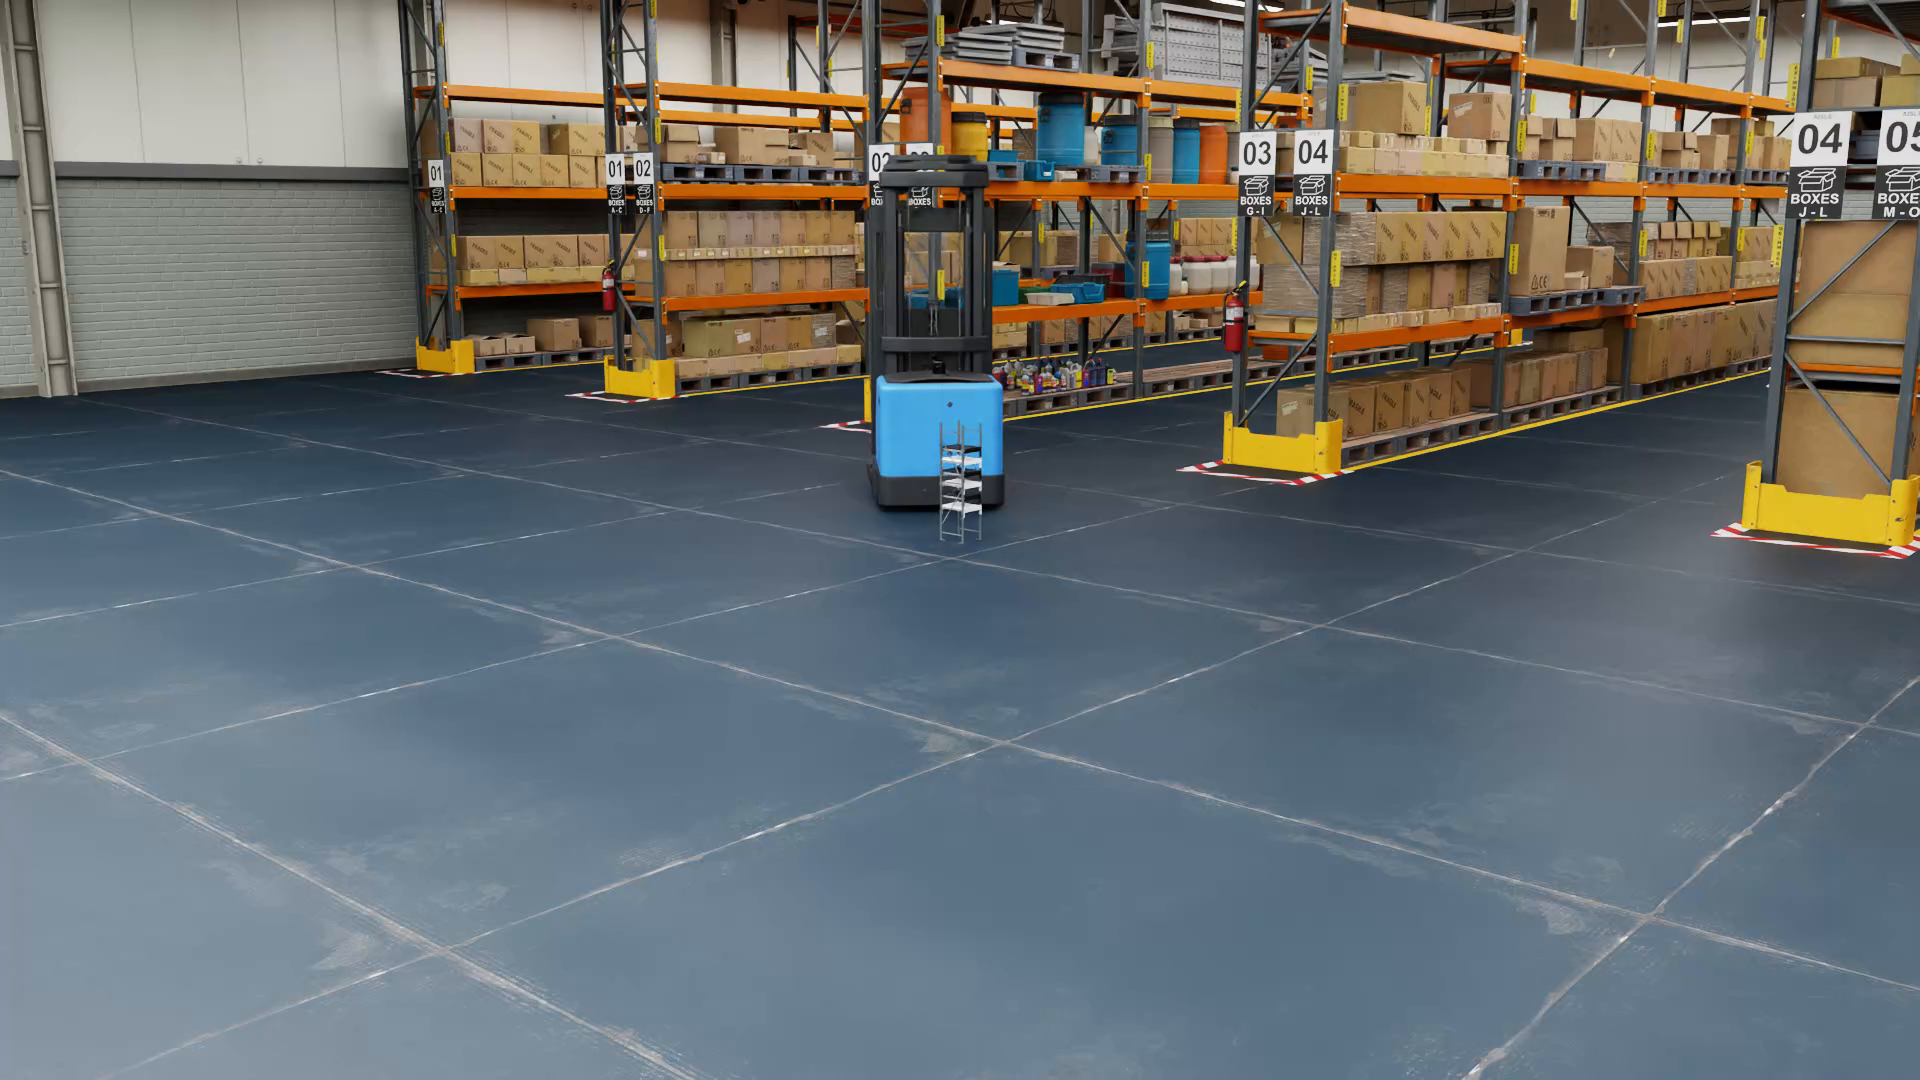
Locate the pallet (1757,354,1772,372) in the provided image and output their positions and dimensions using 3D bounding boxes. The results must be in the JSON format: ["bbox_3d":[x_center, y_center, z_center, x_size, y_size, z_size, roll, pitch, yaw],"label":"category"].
[{"bbox_3d":[12.382,-2.859,26.485,1.003,0.211,1.213,10,15,40],"label":"pallet"}]

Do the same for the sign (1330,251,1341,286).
[{"bbox_3d":[3.503,-2.533,15.525,0.100,0.325,0.005,10,15,40],"label":"sign"}]

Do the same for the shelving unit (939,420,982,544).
[{"bbox_3d":[0.005,-0.442,12.629,0.258,0.900,0.210,10,15,40],"label":"shelving unit"}]

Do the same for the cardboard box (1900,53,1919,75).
[{"bbox_3d":[7.213,-3.524,12.317,0.380,0.149,0.250,10,15,41],"label":"cardboard box"}]

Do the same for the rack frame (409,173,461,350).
[{"bbox_3d":[-8.067,-4.100,25.580,1.000,3.000,0.127,10,15,40],"label":"rack frame"}]

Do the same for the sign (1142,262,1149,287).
[{"bbox_3d":[2.421,-3.470,21.722,0.100,0.325,0.005,10,15,40],"label":"sign"}]

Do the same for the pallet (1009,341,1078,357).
[{"bbox_3d":[1.458,-3.374,29.067,1.003,0.211,1.213,10,15,40],"label":"pallet"}]

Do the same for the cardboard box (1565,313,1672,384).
[{"bbox_3d":[8.847,-2.618,22.515,1.225,0.875,0.875,9,14,38],"label":"cardboard box"}]

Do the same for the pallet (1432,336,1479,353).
[{"bbox_3d":[8.557,-3.511,29.749,1.003,0.211,1.213,10,15,40],"label":"pallet"}]

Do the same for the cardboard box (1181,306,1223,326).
[{"bbox_3d":[4.814,-4.494,32.804,0.797,0.503,0.637,10,15,40],"label":"cardboard box"}]

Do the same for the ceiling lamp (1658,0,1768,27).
[{"bbox_3d":[13.600,-11.047,30.140,2.000,3.185,0.800,10,15,40],"label":"ceiling lamp"}]

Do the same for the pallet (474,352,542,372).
[{"bbox_3d":[-7.454,-2.859,26.484,1.003,0.211,1.213,10,15,40],"label":"pallet"}]

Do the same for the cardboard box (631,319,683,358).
[{"bbox_3d":[-4.213,-2.803,23.118,0.500,0.500,0.500,10,15,40],"label":"cardboard box"}]

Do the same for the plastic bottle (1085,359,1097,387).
[{"bbox_3d":[1.680,-2.164,21.527,0.144,0.351,0.185,9,14,38],"label":"plastic bottle"}]

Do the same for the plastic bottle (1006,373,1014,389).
[{"bbox_3d":[0.642,-2.030,21.237,0.097,0.201,0.097,0,11,0],"label":"plastic bottle"}]

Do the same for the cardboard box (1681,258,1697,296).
[{"bbox_3d":[9.907,-3.666,23.154,0.500,0.500,0.500,10,15,41],"label":"cardboard box"}]

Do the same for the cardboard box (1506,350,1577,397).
[{"bbox_3d":[7.223,-2.077,20.710,0.500,0.500,0.700,-11,15,-43],"label":"cardboard box"}]

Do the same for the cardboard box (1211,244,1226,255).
[{"bbox_3d":[4.786,-5.463,32.151,0.500,0.500,0.500,10,15,40],"label":"cardboard box"}]

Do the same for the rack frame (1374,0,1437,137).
[{"bbox_3d":[7.296,-7.526,27.418,1.000,3.000,0.127,10,15,40],"label":"rack frame"}]

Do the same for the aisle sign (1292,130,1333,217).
[{"bbox_3d":[3.279,-3.406,15.466,0.394,0.787,0.004,10,15,40],"label":"aisle sign"}]

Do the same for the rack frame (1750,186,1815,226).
[{"bbox_3d":[13.657,-4.533,27.746,1.000,3.000,0.127,10,15,40],"label":"rack frame"}]

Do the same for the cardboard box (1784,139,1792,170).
[{"bbox_3d":[12.892,-6.157,26.638,0.700,0.500,0.500,9,14,38],"label":"cardboard box"}]

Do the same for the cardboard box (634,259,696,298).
[{"bbox_3d":[-4.026,-3.576,22.702,0.700,0.500,0.500,10,15,40],"label":"cardboard box"}]

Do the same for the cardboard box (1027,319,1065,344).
[{"bbox_3d":[1.452,-3.657,28.621,0.500,0.500,0.500,11,15,43],"label":"cardboard box"}]

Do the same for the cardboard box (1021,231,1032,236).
[{"bbox_3d":[1.183,-6.305,35.855,0.980,0.700,0.700,9,14,38],"label":"cardboard box"}]

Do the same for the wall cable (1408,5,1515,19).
[{"bbox_3d":[10.853,-12.616,36.323,3.097,2.526,0.112,10,15,40],"label":"wall cable"}]

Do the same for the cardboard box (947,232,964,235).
[{"bbox_3d":[-0.262,-6.336,33.795,0.500,0.250,0.500,10,15,42],"label":"cardboard box"}]

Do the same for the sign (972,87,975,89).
[{"bbox_3d":[0.269,-9.236,33.390,0.100,0.325,0.005,10,15,40],"label":"sign"}]

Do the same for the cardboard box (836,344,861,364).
[{"bbox_3d":[-1.845,-2.810,25.067,0.500,0.250,0.500,10,15,40],"label":"cardboard box"}]

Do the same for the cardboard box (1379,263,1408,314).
[{"bbox_3d":[4.081,-2.608,17.095,0.875,0.500,0.500,10,15,40],"label":"cardboard box"}]

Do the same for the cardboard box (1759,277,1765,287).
[{"bbox_3d":[12.149,-3.976,25.598,0.380,0.149,0.250,9,15,40],"label":"cardboard box"}]

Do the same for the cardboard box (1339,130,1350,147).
[{"bbox_3d":[3.450,-3.782,15.695,0.380,0.149,0.250,10,15,40],"label":"cardboard box"}]

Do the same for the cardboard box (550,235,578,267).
[{"bbox_3d":[-6.515,-4.659,26.798,0.500,0.500,0.500,10,15,42],"label":"cardboard box"}]

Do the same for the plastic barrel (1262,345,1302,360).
[{"bbox_3d":[4.965,-3.212,25.602,0.600,0.830,0.708,10,15,40],"label":"plastic barrel"}]

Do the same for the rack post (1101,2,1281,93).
[{"bbox_3d":[3.250,-6.748,23.012,1.013,1.000,3.121,10,15,40],"label":"rack post"}]

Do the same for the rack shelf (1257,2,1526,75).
[{"bbox_3d":[4.415,-5.060,16.917,1.077,0.370,4.000,10,15,40],"label":"rack shelf"}]

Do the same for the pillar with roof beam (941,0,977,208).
[{"bbox_3d":[2.900,-8.466,32.120,9.100,9.000,0.548,10,15,40],"label":"pillar with roof beam"}]

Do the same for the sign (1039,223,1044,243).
[{"bbox_3d":[1.356,-5.133,27.799,0.100,0.325,0.005,10,15,40],"label":"sign"}]

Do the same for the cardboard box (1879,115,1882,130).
[{"bbox_3d":[7.222,-3.330,13.380,0.380,0.149,0.250,10,15,41],"label":"cardboard box"}]

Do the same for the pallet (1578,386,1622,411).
[{"bbox_3d":[7.859,-1.873,21.552,1.003,0.211,1.213,10,15,40],"label":"pallet"}]

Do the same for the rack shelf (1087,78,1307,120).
[{"bbox_3d":[3.335,-6.095,23.108,1.077,0.370,4.000,10,15,40],"label":"rack shelf"}]

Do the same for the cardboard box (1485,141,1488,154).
[{"bbox_3d":[5.493,-4.247,18.025,0.380,0.149,0.250,10,15,41],"label":"cardboard box"}]

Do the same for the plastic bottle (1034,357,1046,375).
[{"bbox_3d":[1.046,-2.231,21.864,0.144,0.351,0.185,9,14,38],"label":"plastic bottle"}]

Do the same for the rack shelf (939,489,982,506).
[{"bbox_3d":[0.005,-0.322,12.653,0.258,0.077,0.200,10,15,40],"label":"rack shelf"}]

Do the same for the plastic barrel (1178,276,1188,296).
[{"bbox_3d":[3.004,-3.515,23.002,0.301,0.262,0.301,0,11,0],"label":"plastic barrel"}]

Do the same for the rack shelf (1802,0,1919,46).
[{"bbox_3d":[8.074,-4.210,13.671,1.077,0.370,4.000,10,15,40],"label":"rack shelf"}]

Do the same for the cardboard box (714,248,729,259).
[{"bbox_3d":[-3.417,-3.970,23.016,0.380,0.149,0.250,9,15,39],"label":"cardboard box"}]

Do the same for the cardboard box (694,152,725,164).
[{"bbox_3d":[-3.435,-5.233,22.804,0.380,0.149,0.250,10,15,40],"label":"cardboard box"}]

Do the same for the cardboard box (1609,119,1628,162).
[{"bbox_3d":[7.918,-4.941,20.603,0.500,0.500,0.500,10,15,40],"label":"cardboard box"}]

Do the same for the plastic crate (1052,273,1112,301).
[{"bbox_3d":[1.574,-3.316,21.816,0.767,0.338,0.504,10,15,40],"label":"plastic crate"}]

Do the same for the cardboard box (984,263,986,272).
[{"bbox_3d":[0.201,-4.487,27.744,0.500,0.311,0.500,10,15,40],"label":"cardboard box"}]

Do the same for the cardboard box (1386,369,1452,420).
[{"bbox_3d":[5.069,-1.608,18.415,0.500,0.500,0.500,-7,13,-30],"label":"cardboard box"}]

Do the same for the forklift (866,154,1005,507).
[{"bbox_3d":[-0.277,-1.955,15.014,1.130,2.935,3.031,-1,11,-5],"label":"forklift"}]

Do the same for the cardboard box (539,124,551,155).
[{"bbox_3d":[-6.948,-6.442,26.787,0.500,0.500,0.500,10,15,40],"label":"cardboard box"}]

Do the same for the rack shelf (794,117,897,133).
[{"bbox_3d":[-1.466,-7.964,32.468,1.077,0.370,4.000,10,15,40],"label":"rack shelf"}]

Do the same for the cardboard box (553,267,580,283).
[{"bbox_3d":[-6.499,-4.293,26.880,0.500,0.250,0.500,10,15,41],"label":"cardboard box"}]

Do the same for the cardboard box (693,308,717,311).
[{"bbox_3d":[-4.666,-4.222,29.534,0.500,0.250,0.500,9,15,39],"label":"cardboard box"}]

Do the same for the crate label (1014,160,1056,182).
[{"bbox_3d":[0.858,-4.450,20.052,0.502,0.251,0.408,10,15,40],"label":"crate label"}]
